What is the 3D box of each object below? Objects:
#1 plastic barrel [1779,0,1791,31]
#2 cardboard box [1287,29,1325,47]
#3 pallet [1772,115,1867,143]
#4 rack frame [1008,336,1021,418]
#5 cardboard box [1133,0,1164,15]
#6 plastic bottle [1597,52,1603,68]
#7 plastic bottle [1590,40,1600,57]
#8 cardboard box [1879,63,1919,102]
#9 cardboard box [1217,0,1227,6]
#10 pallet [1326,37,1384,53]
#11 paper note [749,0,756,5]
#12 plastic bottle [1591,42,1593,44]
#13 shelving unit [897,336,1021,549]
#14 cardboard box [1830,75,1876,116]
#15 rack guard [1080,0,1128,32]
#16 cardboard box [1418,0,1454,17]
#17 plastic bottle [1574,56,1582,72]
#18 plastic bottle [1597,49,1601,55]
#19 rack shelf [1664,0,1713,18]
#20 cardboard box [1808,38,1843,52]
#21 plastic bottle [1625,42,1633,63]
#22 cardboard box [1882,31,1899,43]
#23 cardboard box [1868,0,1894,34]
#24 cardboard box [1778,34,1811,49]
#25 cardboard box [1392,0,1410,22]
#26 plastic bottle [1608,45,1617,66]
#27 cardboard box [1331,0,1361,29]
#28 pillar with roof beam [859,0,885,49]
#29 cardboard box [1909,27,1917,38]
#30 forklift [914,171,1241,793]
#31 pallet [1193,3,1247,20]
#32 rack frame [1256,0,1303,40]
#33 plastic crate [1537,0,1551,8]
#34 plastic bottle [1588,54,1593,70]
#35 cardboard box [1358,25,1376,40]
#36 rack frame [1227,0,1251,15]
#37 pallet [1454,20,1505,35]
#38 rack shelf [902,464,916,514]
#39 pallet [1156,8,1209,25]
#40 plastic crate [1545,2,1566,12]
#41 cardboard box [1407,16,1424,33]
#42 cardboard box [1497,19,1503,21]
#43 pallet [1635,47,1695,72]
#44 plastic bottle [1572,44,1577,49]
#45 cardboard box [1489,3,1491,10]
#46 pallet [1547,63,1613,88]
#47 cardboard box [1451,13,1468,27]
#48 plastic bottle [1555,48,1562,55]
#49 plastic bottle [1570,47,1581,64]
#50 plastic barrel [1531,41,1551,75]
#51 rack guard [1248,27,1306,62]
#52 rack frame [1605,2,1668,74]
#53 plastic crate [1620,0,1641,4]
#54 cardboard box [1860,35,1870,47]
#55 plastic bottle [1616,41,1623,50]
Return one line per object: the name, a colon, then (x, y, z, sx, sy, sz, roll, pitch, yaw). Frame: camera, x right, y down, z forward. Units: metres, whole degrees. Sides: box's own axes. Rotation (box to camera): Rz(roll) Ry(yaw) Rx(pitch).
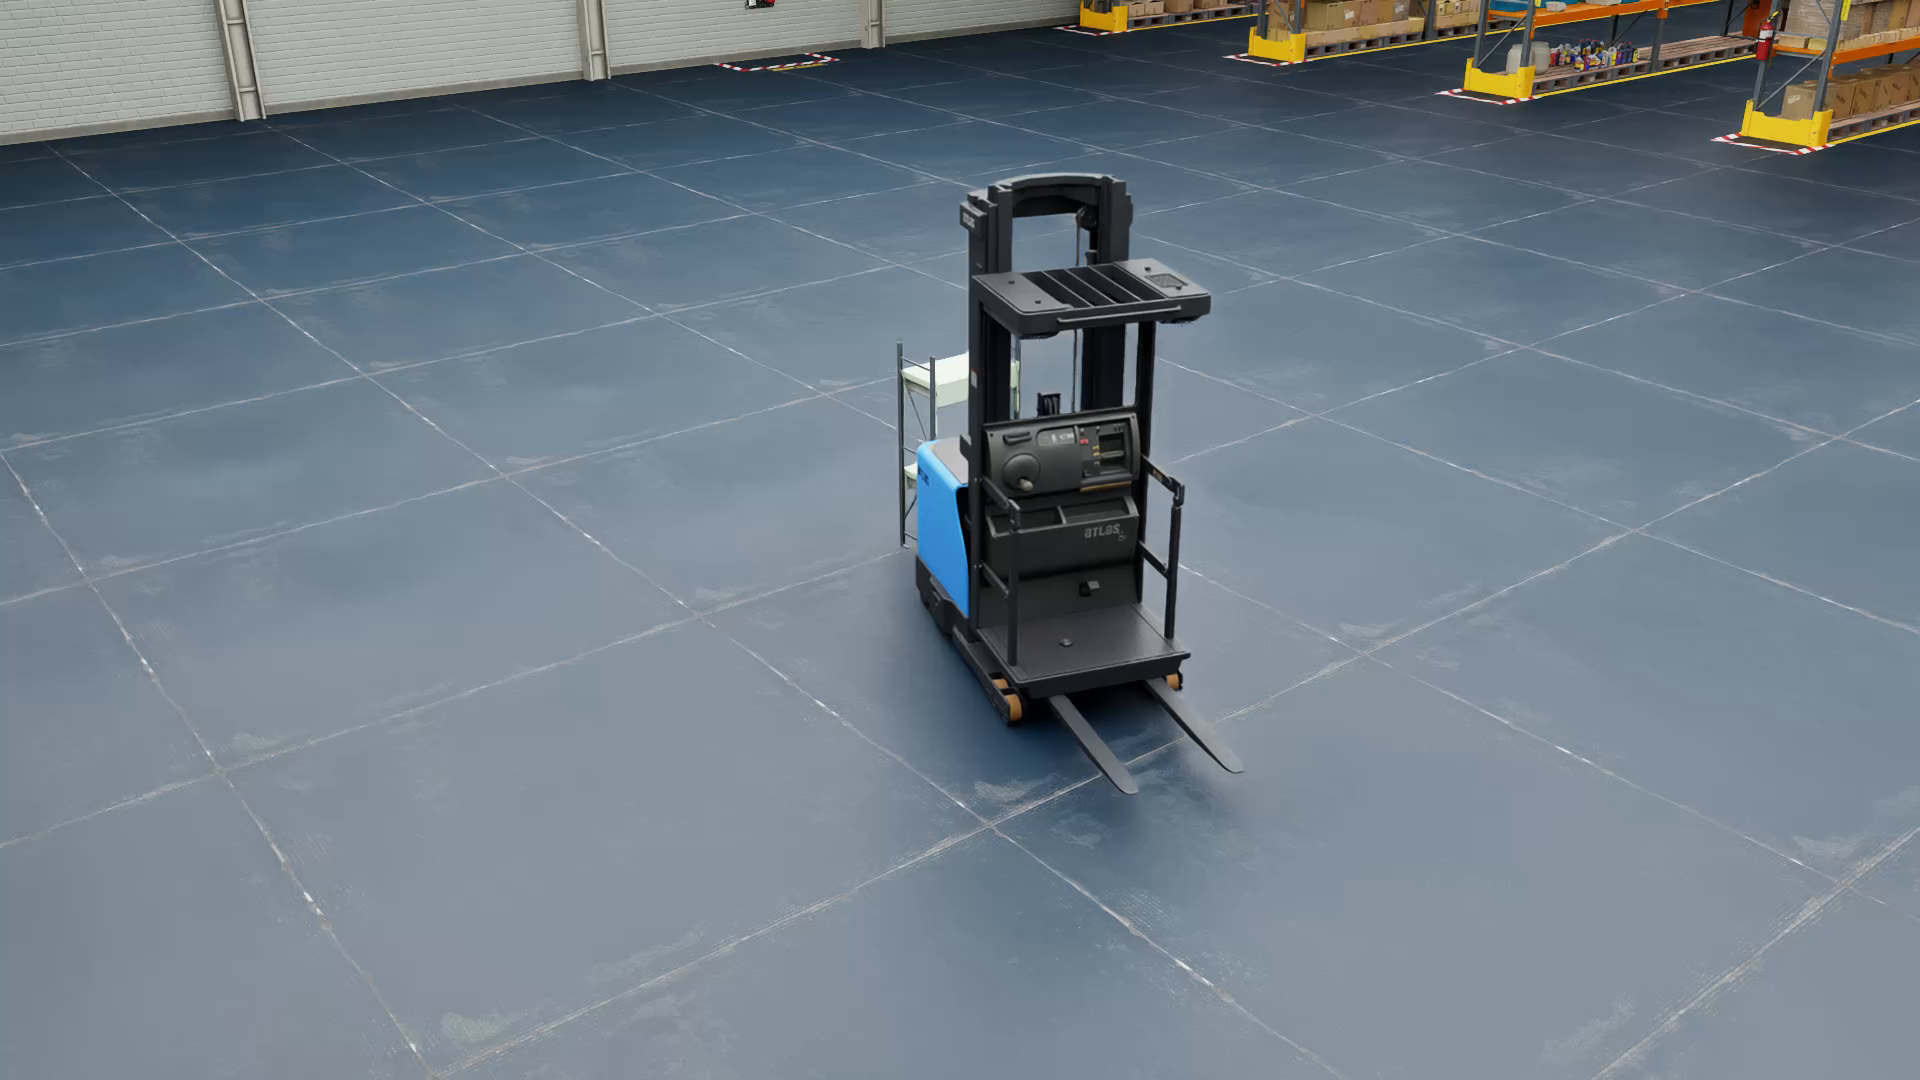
plastic barrel: (16.650, -10.525, 33.359, 0.708, 0.588, 0.600, -18, 31, -34)
cardboard box: (6.598, -9.575, 31.713, 0.500, 0.250, 0.500, -18, 31, -34)
pallet: (12.869, -6.238, 25.068, 1.213, 0.211, 1.003, -18, 31, -34)
rack frame: (0.283, -0.774, 11.763, 0.023, 1.500, 0.400, -18, 31, -34)
cardboard box: (4.027, -11.484, 35.731, 0.500, 0.311, 0.500, -15, 29, -30)
plastic bottle: (11.219, -8.422, 29.179, 0.097, 0.271, 0.097, 0, 25, 0)
plastic bottle: (11.437, -8.842, 29.989, 0.185, 0.351, 0.144, -18, 31, -34)
cardboard box: (14.956, -7.289, 26.490, 0.500, 0.500, 0.500, -19, 31, -36)
cardboard box: (5.724, -12.011, 37.037, 0.380, 0.166, 0.250, 22, 33, 39)
pallet: (7.574, -9.829, 32.806, 1.213, 0.211, 1.003, -18, 31, -34)
paper note: (-3.876, -10.064, 31.046, 0.142, 0.148, 0.016, -18, 31, -34)
plastic bottle: (11.481, -8.897, 30.198, 0.135, 0.276, 0.152, -17, 30, -32)
shelving unit: (-0.005, -0.679, 11.558, 0.755, 1.500, 0.431, -18, 31, -34)
cardboard box: (13.603, -6.820, 25.480, 0.500, 0.500, 0.500, -15, 29, -29)
rack guard: (3.038, -11.092, 35.184, 0.348, 0.500, 1.175, -18, 31, -34)
cardboard box: (9.665, -10.828, 33.746, 0.500, 0.311, 0.500, -18, 30, -34)
plastic bottle: (10.711, -8.254, 28.818, 0.097, 0.271, 0.097, 0, 25, 0)
plastic bottle: (11.309, -8.529, 29.395, 0.133, 0.283, 0.061, -18, 31, -34)
rack shelf: (13.813, -10.157, 31.054, 4.000, 0.370, 1.077, -18, 31, -34)
cardboard box: (12.520, -7.165, 24.051, 0.250, 0.149, 0.380, -18, 31, -34)
plastic bottle: (11.911, -8.699, 29.682, 0.185, 0.351, 0.144, -19, 31, -35)
cardboard box: (13.760, -7.522, 24.821, 0.250, 0.149, 0.380, -18, 31, -34)
cardboard box: (13.337, -7.883, 24.828, 0.500, 0.500, 0.875, -18, 31, -34)
cardboard box: (12.245, -7.312, 24.368, 0.250, 0.149, 0.380, -18, 31, -34)
cardboard box: (8.555, -10.570, 32.966, 0.500, 0.500, 0.500, -18, 31, -34)
plastic bottle: (11.505, -8.565, 29.393, 0.185, 0.351, 0.144, -18, 31, -34)
cardboard box: (7.375, -10.180, 32.126, 0.500, 0.500, 0.500, -18, 31, -34)
pillar with roof beam: (0.931, -12.411, 27.931, 0.400, 9.000, 9.100, -18, 31, -34)
cardboard box: (14.294, -7.747, 25.306, 0.250, 0.149, 0.380, -18, 31, -34)
forklift: (0.666, -0.477, 9.424, 1.130, 2.935, 3.031, -8, 26, -18)
pallet: (5.620, -11.795, 37.040, 1.213, 0.211, 1.003, -18, 31, -34)
rack frame: (6.038, -10.566, 31.082, 0.127, 3.000, 1.000, -18, 31, -34)
plastic crate: (9.816, -9.253, 28.428, 0.408, 0.251, 0.499, -18, 31, -34)
plastic bottle: (10.981, -8.343, 29.010, 0.097, 0.271, 0.097, 0, 25, 0)
cardboard box: (7.779, -9.964, 32.552, 0.500, 0.250, 0.500, -18, 31, -34)
rack frame: (6.126, -13.246, 36.854, 0.127, 3.000, 1.000, -18, 31, -34)
pallet: (10.702, -10.864, 35.034, 1.213, 0.211, 1.003, -18, 31, -34)
rack shelf: (-0.005, -0.383, 11.695, 0.720, 0.370, 0.431, -18, 31, -34)
pallet: (4.659, -11.476, 36.354, 1.213, 0.211, 1.003, -18, 31, -34)
plastic crate: (9.995, -8.931, 27.871, 0.250, 0.136, 0.298, -18, 31, -34)
cardboard box: (8.956, -10.356, 33.395, 0.500, 0.250, 0.500, -18, 31, -34)
cardboard box: (11.269, -11.106, 35.011, 0.500, 0.250, 0.500, -17, 30, -33)
pallet: (12.834, -8.916, 30.837, 1.213, 0.211, 1.003, -18, 31, -34)
plastic bottle: (11.044, -8.781, 29.938, 0.133, 0.283, 0.061, -17, 30, -32)
cardboard box: (10.874, -11.228, 34.608, 0.500, 0.311, 0.500, -17, 30, -33)
pallet: (10.725, -8.219, 29.337, 1.213, 0.211, 1.003, -18, 31, -34)
cardboard box: (10.059, -10.704, 34.145, 0.500, 0.250, 0.500, -17, 30, -33)
plastic bottle: (10.591, -8.603, 29.565, 0.135, 0.276, 0.152, -19, 31, -35)
plastic bottle: (10.976, -8.654, 29.673, 0.135, 0.276, 0.152, -18, 31, -34)
plastic barrel: (9.957, -8.313, 28.683, 0.421, 0.512, 0.421, 0, 25, 0)
rack guard: (6.019, -9.426, 31.594, 0.348, 0.500, 1.175, -18, 31, -34)
rack frame: (12.240, -9.964, 29.783, 0.127, 3.000, 1.000, -18, 31, -34)
plastic crate: (11.536, -9.519, 29.001, 0.616, 0.251, 0.499, -18, 31, -34)
cardboard box: (13.118, -7.355, 24.461, 0.250, 0.149, 0.380, -18, 31, -34)
plastic bottle: (11.822, -8.747, 29.784, 0.185, 0.351, 0.144, -18, 31, -34)
